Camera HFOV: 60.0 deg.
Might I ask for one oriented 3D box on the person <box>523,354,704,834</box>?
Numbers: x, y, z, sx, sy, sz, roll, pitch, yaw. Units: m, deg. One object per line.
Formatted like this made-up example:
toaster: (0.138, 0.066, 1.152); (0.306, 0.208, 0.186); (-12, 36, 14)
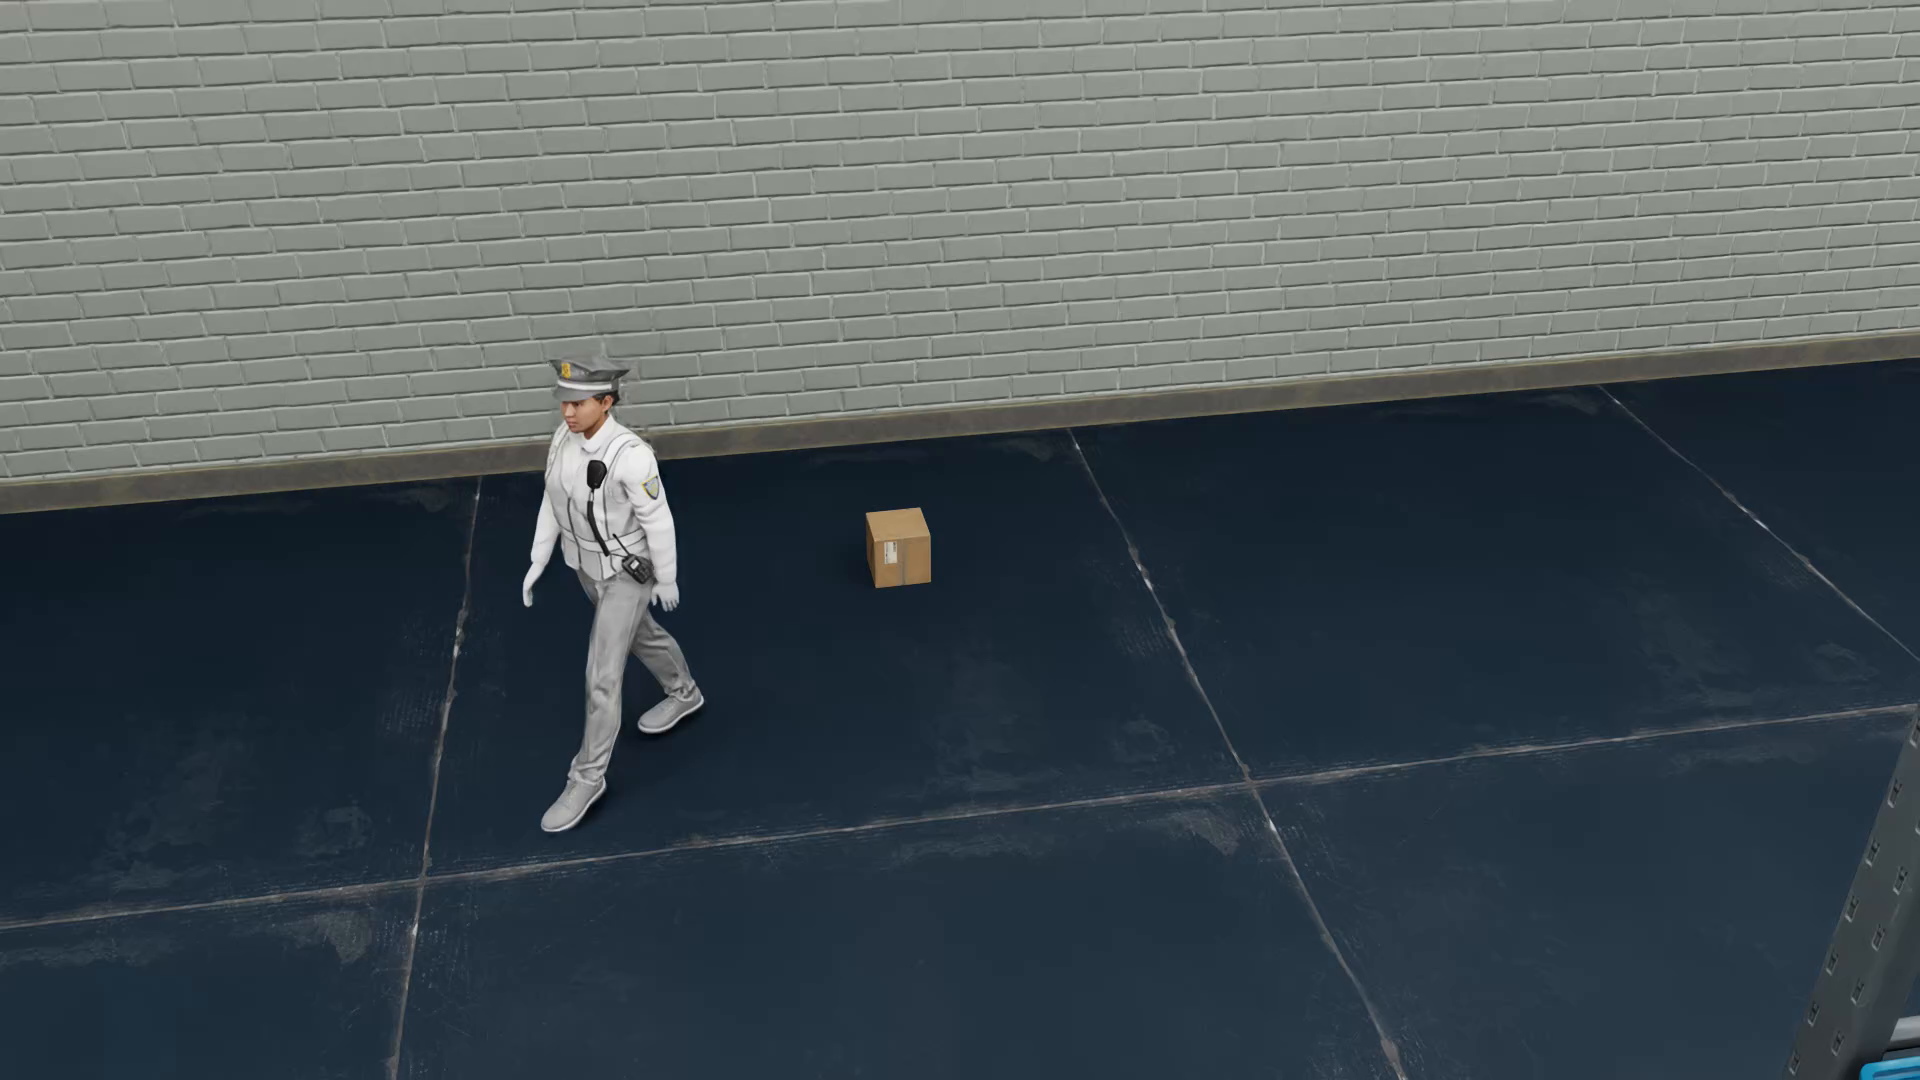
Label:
person: (-1.295, 0.128, 5.885); (0.501, 1.679, 0.862); (25, 39, 35)
